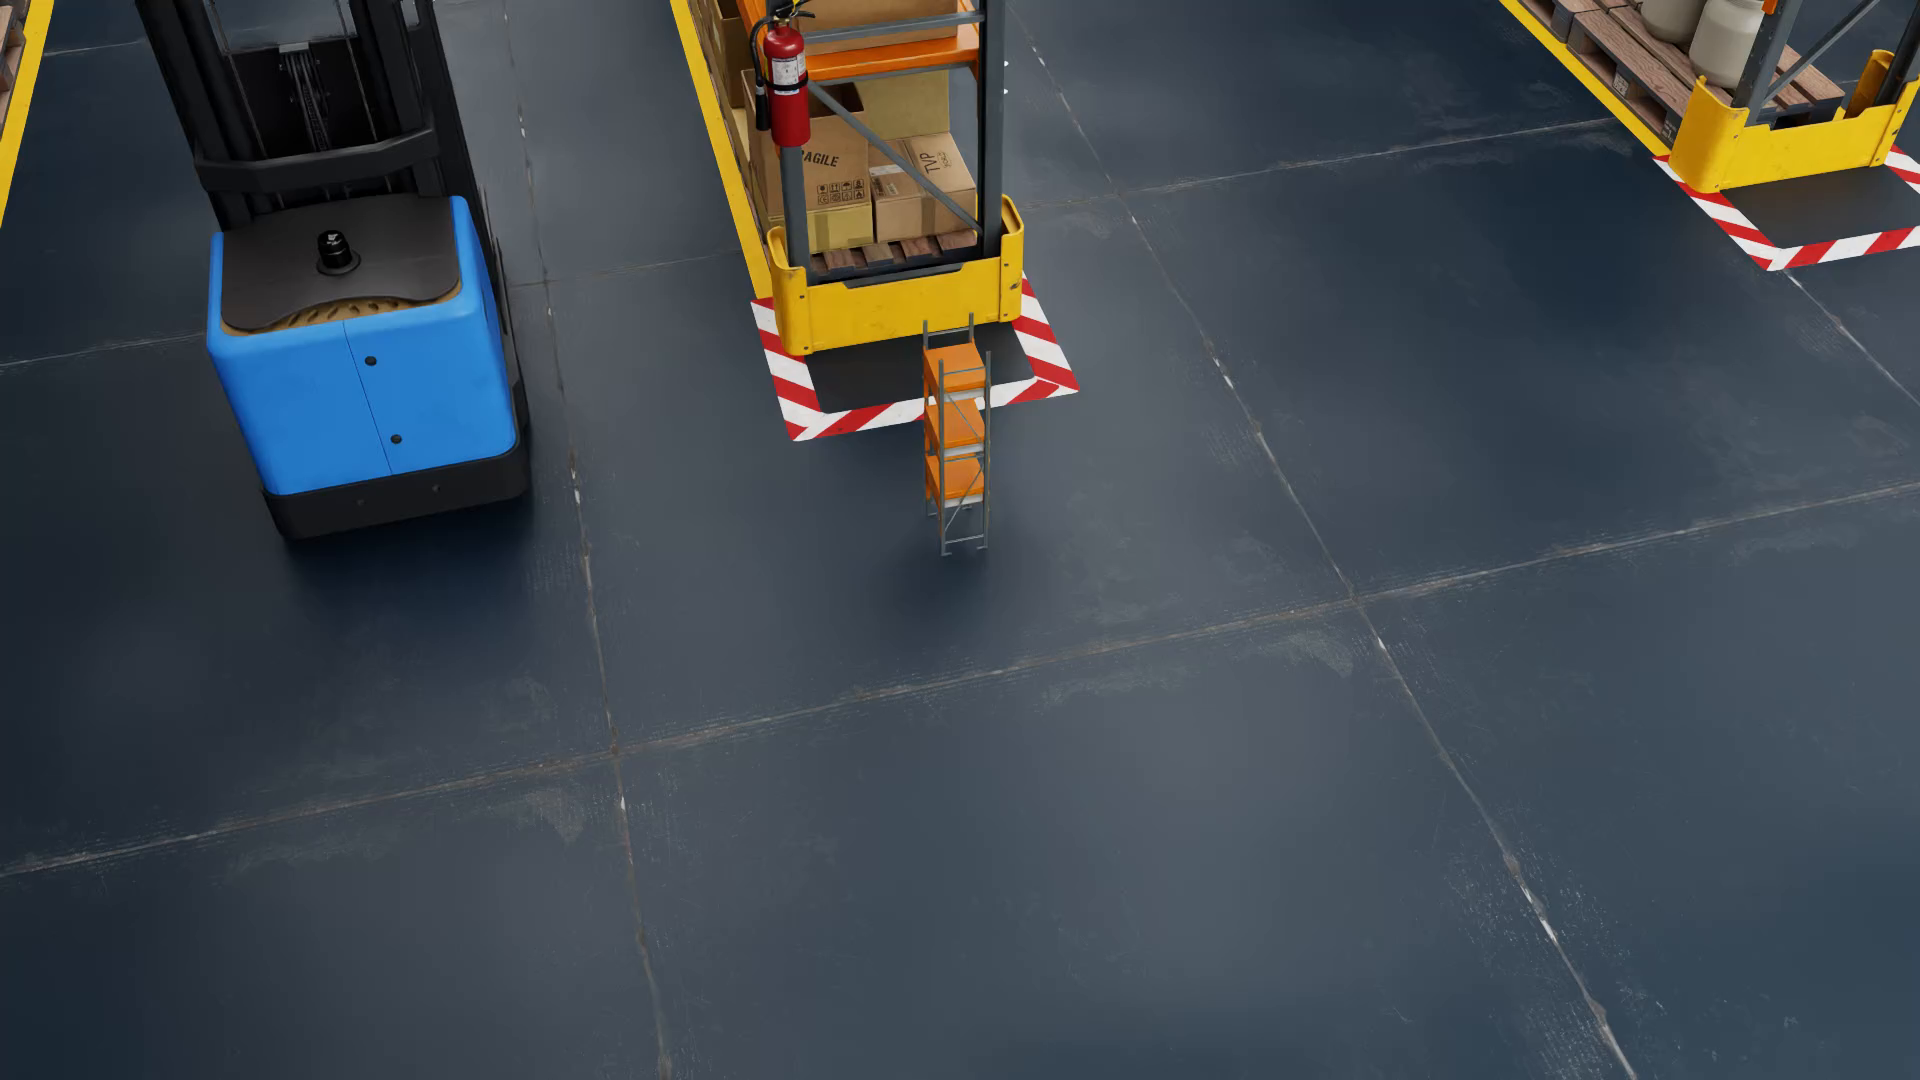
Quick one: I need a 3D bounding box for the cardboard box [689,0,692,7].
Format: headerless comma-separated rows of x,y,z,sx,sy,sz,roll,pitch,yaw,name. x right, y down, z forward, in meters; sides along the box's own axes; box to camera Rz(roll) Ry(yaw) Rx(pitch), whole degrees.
-1.379,-3.376,9.840,0.500,0.250,0.500,-11,47,-10,cardboard box

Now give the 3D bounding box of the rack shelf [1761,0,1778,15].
3.974,-4.183,9.504,1.077,0.370,4.000,-11,47,-10,rack shelf

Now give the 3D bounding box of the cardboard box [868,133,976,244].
-0.226,-1.747,8.244,0.500,0.250,0.500,-11,47,-10,cardboard box

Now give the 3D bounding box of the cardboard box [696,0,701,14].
-1.255,-3.292,9.233,0.500,0.500,0.500,-11,47,-10,cardboard box

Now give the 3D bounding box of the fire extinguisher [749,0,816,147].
-0.722,-1.958,6.873,0.296,0.674,0.183,-11,47,-10,fire extinguisher

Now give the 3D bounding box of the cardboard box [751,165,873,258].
-0.727,-1.652,8.151,0.500,0.250,0.500,-11,47,-10,cardboard box

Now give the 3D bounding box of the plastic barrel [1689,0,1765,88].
4.243,-2.771,9.064,0.421,0.512,0.421,0,46,0,plastic barrel

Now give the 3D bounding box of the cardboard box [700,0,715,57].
-1.126,-2.947,8.895,0.500,0.500,0.500,-11,47,-10,cardboard box

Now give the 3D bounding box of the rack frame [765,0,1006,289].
-0.304,-2.151,7.009,1.000,3.000,0.127,-11,47,-10,rack frame

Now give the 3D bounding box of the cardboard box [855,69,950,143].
-0.356,-2.354,8.314,0.500,0.500,0.500,-11,47,-10,cardboard box

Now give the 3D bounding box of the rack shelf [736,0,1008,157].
-0.816,-3.280,8.619,1.077,0.370,4.000,-11,47,-10,rack shelf

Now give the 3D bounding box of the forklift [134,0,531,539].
-2.747,-2.103,7.009,1.130,2.935,3.031,-12,47,-11,forklift

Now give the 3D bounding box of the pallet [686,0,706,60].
-1.165,-3.380,10.166,1.003,0.211,1.213,-11,47,-10,pallet

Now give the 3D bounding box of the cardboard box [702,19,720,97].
-1.122,-2.686,9.164,0.500,0.250,0.500,-11,47,-10,cardboard box

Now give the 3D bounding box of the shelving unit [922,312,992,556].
-0.014,-0.404,6.662,0.215,1.050,0.252,-11,47,-10,shelving unit

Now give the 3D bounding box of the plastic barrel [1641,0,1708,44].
4.115,-3.117,9.403,0.421,0.512,0.421,0,46,0,plastic barrel

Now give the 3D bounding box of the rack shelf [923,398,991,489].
-0.014,-0.397,6.670,0.215,0.259,0.240,-11,47,-10,rack shelf

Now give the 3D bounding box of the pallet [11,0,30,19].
-6.316,-3.566,10.348,1.003,0.211,1.213,-11,47,-10,pallet

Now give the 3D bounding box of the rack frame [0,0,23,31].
-6.115,-4.005,8.825,1.000,3.000,0.127,-11,47,-10,rack frame

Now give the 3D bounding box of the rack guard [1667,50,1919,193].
4.421,-2.223,8.830,1.175,0.500,0.348,-11,47,-10,rack guard

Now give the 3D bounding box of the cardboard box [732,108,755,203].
-0.866,-1.995,8.487,0.500,0.250,0.500,-11,47,-10,cardboard box

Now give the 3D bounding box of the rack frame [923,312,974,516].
-0.045,-0.489,6.745,0.200,1.050,0.008,-11,47,-10,rack frame

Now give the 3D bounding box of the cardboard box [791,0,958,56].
-0.411,-2.511,7.291,0.700,0.500,0.500,-11,47,-10,cardboard box

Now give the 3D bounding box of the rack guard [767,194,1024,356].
-0.297,-1.260,7.885,1.175,0.500,0.348,-11,47,-10,rack guard

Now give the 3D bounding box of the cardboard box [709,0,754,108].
-0.999,-2.602,8.557,0.500,0.500,0.500,-11,47,-10,cardboard box

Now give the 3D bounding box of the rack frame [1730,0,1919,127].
4.486,-3.054,7.894,1.000,3.000,0.127,-11,47,-10,rack frame

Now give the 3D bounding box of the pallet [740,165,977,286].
-0.540,-1.696,8.515,1.003,0.211,1.213,-11,47,-10,pallet

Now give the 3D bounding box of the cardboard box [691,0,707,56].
-1.256,-3.030,9.501,0.500,0.250,0.500,-11,47,-10,cardboard box

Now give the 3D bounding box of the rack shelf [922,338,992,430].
-0.014,-0.596,6.467,0.215,0.259,0.240,-11,47,-10,rack shelf

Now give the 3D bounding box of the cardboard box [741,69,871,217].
-0.729,-1.914,7.883,0.500,0.500,0.500,-11,47,-10,cardboard box

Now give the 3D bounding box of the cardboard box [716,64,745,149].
-0.996,-2.340,8.825,0.500,0.250,0.500,-11,47,-10,cardboard box

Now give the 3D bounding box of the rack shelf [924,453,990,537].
-0.014,-0.202,6.868,0.215,0.259,0.240,-11,47,-10,rack shelf

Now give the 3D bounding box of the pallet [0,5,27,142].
-5.909,-2.571,9.373,1.003,0.211,1.213,-11,47,-10,pallet

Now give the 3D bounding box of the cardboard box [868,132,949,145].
-0.357,-2.091,8.581,0.500,0.250,0.500,-11,47,-10,cardboard box

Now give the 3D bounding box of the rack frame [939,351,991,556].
0.018,-0.320,6.579,0.200,1.050,0.008,-11,47,-10,rack frame

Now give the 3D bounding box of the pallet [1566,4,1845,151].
4.218,-2.684,9.483,1.003,0.211,1.213,-11,47,-10,pallet

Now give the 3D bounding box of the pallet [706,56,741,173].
-0.849,-2.536,9.339,1.003,0.211,1.213,-11,47,-10,pallet

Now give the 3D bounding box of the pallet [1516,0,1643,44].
3.909,-3.525,10.307,1.003,0.211,1.213,-11,47,-10,pallet
